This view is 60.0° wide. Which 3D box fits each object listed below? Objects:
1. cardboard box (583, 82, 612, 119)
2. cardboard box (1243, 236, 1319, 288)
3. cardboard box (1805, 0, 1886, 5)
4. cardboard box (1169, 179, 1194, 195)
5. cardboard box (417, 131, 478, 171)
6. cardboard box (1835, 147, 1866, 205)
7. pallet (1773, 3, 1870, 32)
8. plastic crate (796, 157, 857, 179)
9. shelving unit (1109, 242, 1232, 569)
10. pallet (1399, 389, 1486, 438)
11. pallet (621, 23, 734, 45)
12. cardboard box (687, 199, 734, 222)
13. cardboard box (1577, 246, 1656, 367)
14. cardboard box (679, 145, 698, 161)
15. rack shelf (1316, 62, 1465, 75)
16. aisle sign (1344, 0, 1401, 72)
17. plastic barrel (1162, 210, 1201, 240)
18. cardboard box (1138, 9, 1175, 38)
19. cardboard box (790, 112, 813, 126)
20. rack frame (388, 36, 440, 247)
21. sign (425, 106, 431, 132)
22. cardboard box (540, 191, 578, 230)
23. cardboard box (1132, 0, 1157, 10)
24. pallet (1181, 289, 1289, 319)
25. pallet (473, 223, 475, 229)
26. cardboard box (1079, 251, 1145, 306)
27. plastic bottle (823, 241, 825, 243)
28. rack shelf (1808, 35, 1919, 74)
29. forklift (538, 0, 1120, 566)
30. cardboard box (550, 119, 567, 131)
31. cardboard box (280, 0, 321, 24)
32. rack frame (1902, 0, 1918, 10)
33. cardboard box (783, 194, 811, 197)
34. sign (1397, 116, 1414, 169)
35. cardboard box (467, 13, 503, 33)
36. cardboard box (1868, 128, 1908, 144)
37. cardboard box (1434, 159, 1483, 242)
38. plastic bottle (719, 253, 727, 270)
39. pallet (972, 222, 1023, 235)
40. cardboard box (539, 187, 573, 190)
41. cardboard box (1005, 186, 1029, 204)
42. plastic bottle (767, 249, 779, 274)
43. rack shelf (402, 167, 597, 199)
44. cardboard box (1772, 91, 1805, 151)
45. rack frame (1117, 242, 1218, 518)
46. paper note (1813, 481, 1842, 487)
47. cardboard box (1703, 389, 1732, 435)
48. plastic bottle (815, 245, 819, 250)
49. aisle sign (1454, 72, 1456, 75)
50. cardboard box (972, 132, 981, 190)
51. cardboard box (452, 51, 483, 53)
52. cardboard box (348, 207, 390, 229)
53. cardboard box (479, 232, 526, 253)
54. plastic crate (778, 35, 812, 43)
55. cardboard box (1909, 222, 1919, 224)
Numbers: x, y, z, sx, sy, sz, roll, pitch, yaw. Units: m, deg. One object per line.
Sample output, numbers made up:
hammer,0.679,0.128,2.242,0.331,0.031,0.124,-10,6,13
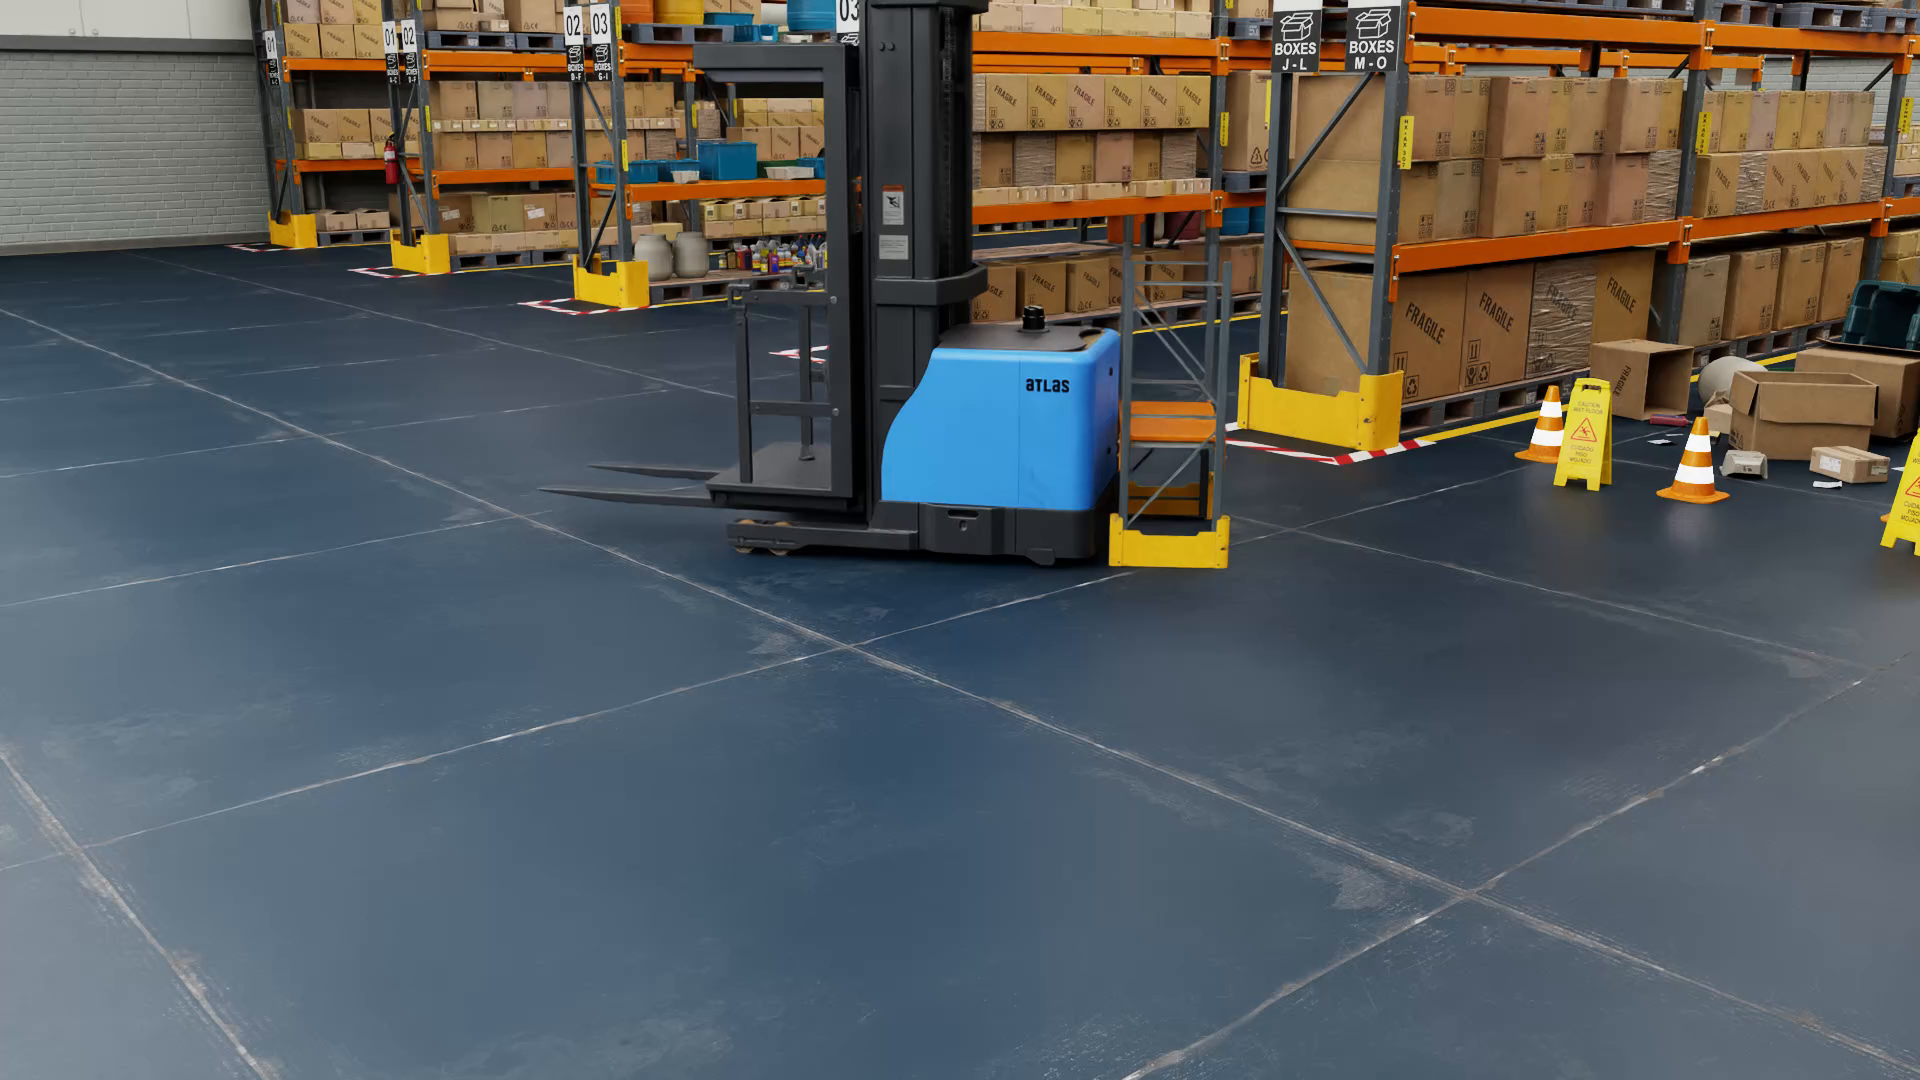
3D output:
cardboard box,-5.288,-6.189,23.399,0.500,0.500,0.700,-13,20,-39
cardboard box,3.572,-3.108,18.565,0.700,0.500,0.500,14,20,42
cardboard box,7.907,-4.948,14.815,0.500,0.311,0.500,-13,19,-39
cardboard box,2.137,-3.576,16.811,0.250,0.149,0.380,-13,19,-39
cardboard box,-6.856,-5.208,22.241,0.500,0.500,0.700,-13,19,-39
cardboard box,7.958,-3.362,15.329,0.500,0.500,0.500,-13,19,-39
pallet,7.206,-4.575,14.618,1.213,0.211,1.003,-12,19,-37
plastic crate,-1.607,-4.483,20.010,0.616,0.251,0.499,-13,19,-39
shelving unit,1.078,-0.728,8.566,0.587,1.500,1.083,1,15,4
pallet,3.015,-0.974,11.989,1.213,0.211,1.003,-13,19,-39
pallet,-3.280,-5.597,18.445,1.213,0.211,1.003,-13,19,-39
cardboard box,-3.724,-4.927,24.812,0.500,0.311,0.500,-13,19,-39
cardboard box,4.960,-1.932,13.474,0.875,0.875,0.875,-12,19,-39
cardboard box,-3.856,-5.780,24.867,0.500,0.250,0.500,-11,19,-36
rack shelf,6.593,-7.591,26.939,4.000,0.370,1.077,-13,19,-39
aisle sign,2.607,-3.357,10.466,0.004,0.787,0.394,-13,19,-39
plastic barrel,3.277,-4.789,24.724,0.708,0.588,0.600,-13,19,-39
cardboard box,1.728,-4.994,16.110,0.500,0.250,0.500,-12,19,-38
cardboard box,-3.125,-7.807,31.355,0.500,0.500,0.500,-13,20,-40
rack frame,-7.217,-5.083,21.967,0.127,3.000,1.000,-13,19,-39
sign,-6.857,-5.430,21.436,0.005,0.325,0.100,-13,19,-39
cardboard box,-5.533,-4.621,23.298,0.500,0.500,0.500,-13,19,-39
cardboard box,1.660,-5.151,15.926,0.250,0.149,0.380,-13,20,-41
pallet,2.887,-2.616,18.136,1.213,0.211,1.003,-13,19,-39
pallet,-7.937,-5.256,28.020,1.213,0.211,1.003,-13,19,-39
cardboard box,1.546,-2.668,16.956,0.500,0.500,0.500,-6,16,-22
plastic bottle,-1.704,-3.664,21.078,0.135,0.276,0.152,-12,19,-37
rack shelf,10.007,-4.967,17.113,4.000,0.370,1.077,-13,19,-39
forklift,-0.714,-1.469,8.571,3.031,2.935,1.130,3,15,13
cardboard box,-5.619,-5.729,22.936,0.250,0.149,0.380,-12,19,-39
cardboard box,-10.021,-8.055,25.111,0.500,0.500,0.500,14,21,43
rack frame,8.498,-6.425,15.365,0.127,3.000,1.000,-13,19,-39
cardboard box,-2.546,-5.375,26.489,0.500,0.311,0.500,-13,20,-41
sign,2.823,-2.518,10.535,0.005,0.325,0.100,-13,19,-39
cardboard box,-6.521,-6.977,22.449,0.500,0.250,0.500,-13,19,-39
cardboard box,8.977,-3.937,16.195,0.250,0.149,0.380,-13,19,-39
cardboard box,3.114,-2.413,11.679,0.550,0.550,0.875,-13,19,-39
plastic bottle,-2.870,-3.375,20.143,0.097,0.201,0.097,0,15,0
pallet,0.326,-5.416,28.616,1.213,0.211,1.003,-13,19,-39
cardboard box,-6.909,-5.857,28.856,0.500,0.500,0.700,-12,19,-38
cardboard box,0.423,-3.200,15.403,0.250,0.149,0.380,-13,19,-39
plastic bottle,-2.213,-3.299,19.701,0.133,0.283,0.061,-12,19,-38
rack shelf,-5.708,-5.074,23.328,4.000,0.370,1.077,-13,19,-39
cardboard box,7.001,-3.724,14.747,0.500,0.500,0.700,-13,20,-40
rack frame,1.119,-0.856,9.047,0.500,1.500,0.032,1,15,4
paper note,5.195,-0.338,9.955,0.148,0.019,0.142,8,17,28
cardboard box,5.393,-0.878,11.522,0.258,0.266,0.396,-9,17,-30
plastic bottle,-1.722,-3.459,20.298,0.133,0.283,0.061,-13,19,-39
aisle sign,8.349,-8.040,27.998,0.004,0.787,0.394,-13,19,-39
cardboard box,-0.284,-3.434,15.022,0.500,0.500,0.875,-13,19,-39
cardboard box,-8.062,-8.015,26.897,0.500,0.500,0.500,14,20,42
cardboard box,-9.460,-5.156,26.600,0.500,0.311,0.500,-11,18,-35
cardboard box,-6.291,-4.090,22.765,0.500,0.250,0.500,-13,19,-39
plastic crate,-1.896,-5.767,19.225,0.396,0.136,0.243,-13,19,-39
cardboard box,10.334,-3.209,17.529,0.500,0.250,0.500,-14,20,-42
